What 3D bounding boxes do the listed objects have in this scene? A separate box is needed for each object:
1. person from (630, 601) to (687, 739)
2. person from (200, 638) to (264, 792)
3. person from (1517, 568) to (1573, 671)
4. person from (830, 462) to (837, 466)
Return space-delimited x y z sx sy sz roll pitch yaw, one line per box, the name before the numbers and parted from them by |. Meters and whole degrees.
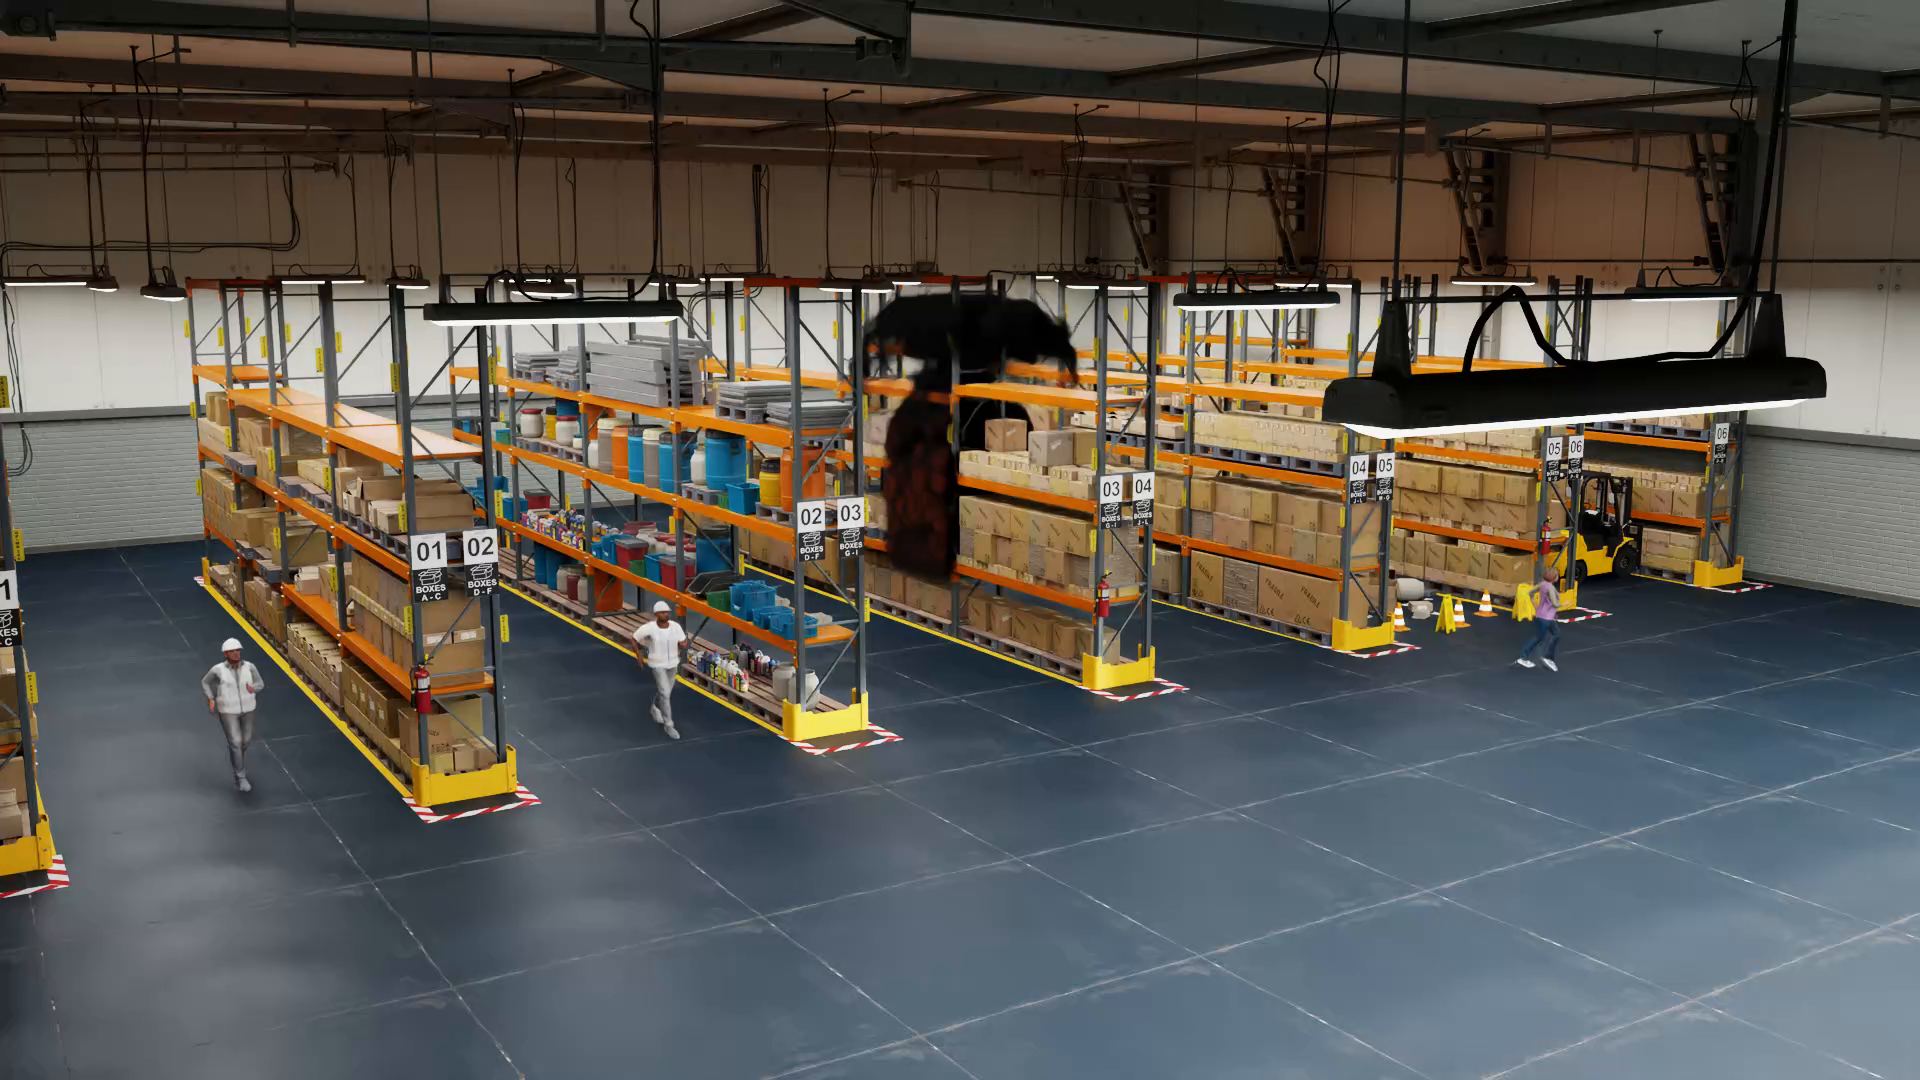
person | -3.992 1.704 22.396 0.691 1.781 0.922 -8 13 -41
person | -8.783 2.073 20.195 0.644 1.785 0.904 -9 13 -42
person | 9.086 1.242 25.810 0.785 1.640 0.503 1 10 9
person | -3.066 -1.056 39.404 0.640 1.622 0.544 -3 10 -18
